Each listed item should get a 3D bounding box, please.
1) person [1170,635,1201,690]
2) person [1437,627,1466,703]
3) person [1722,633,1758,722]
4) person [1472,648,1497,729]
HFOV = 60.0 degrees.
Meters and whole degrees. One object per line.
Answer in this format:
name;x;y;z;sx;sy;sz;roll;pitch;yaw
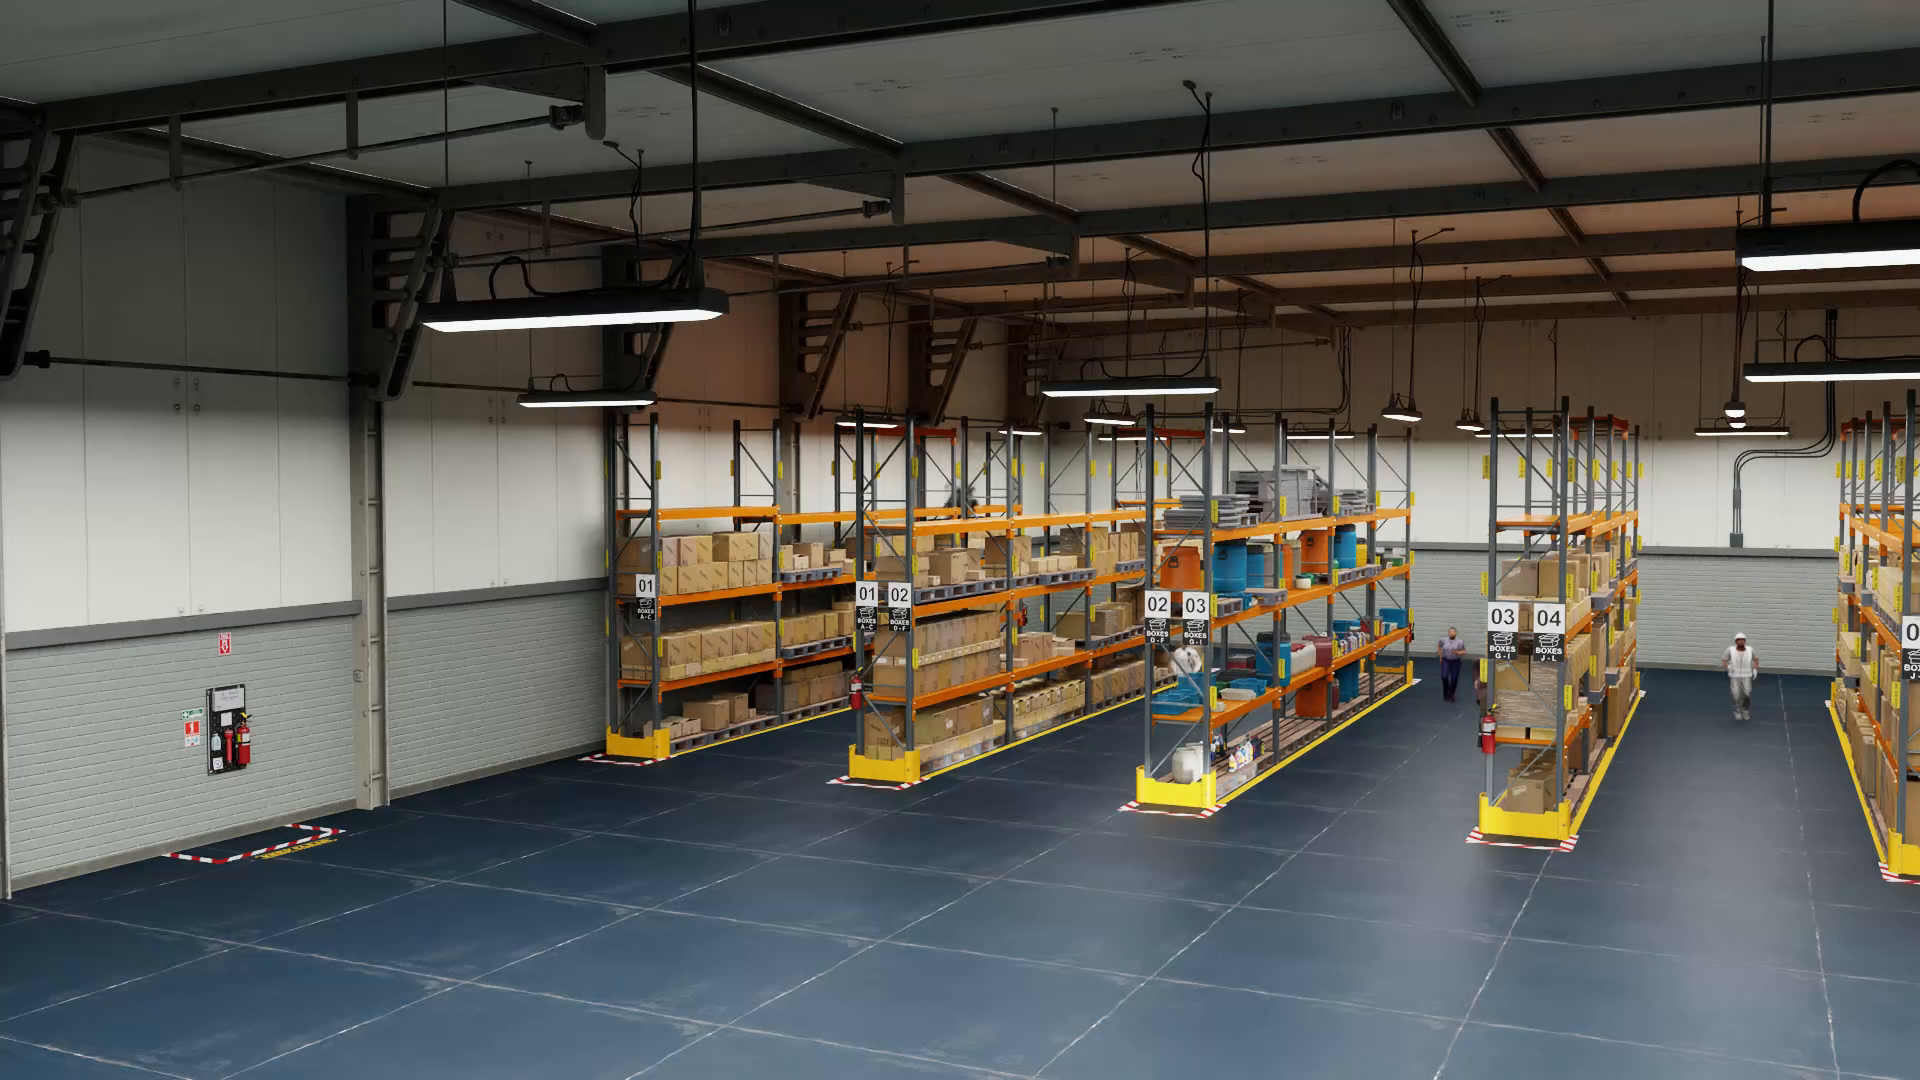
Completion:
person;4.611;2.759;34.029;0.649;1.656;0.610;1;3;19
person;10.584;2.694;35.822;0.588;1.627;0.716;1;3;17
person;15.496;2.731;33.034;0.674;1.761;0.643;1;3;22
person;9.778;2.842;30.632;0.708;1.790;1.167;1;3;23
